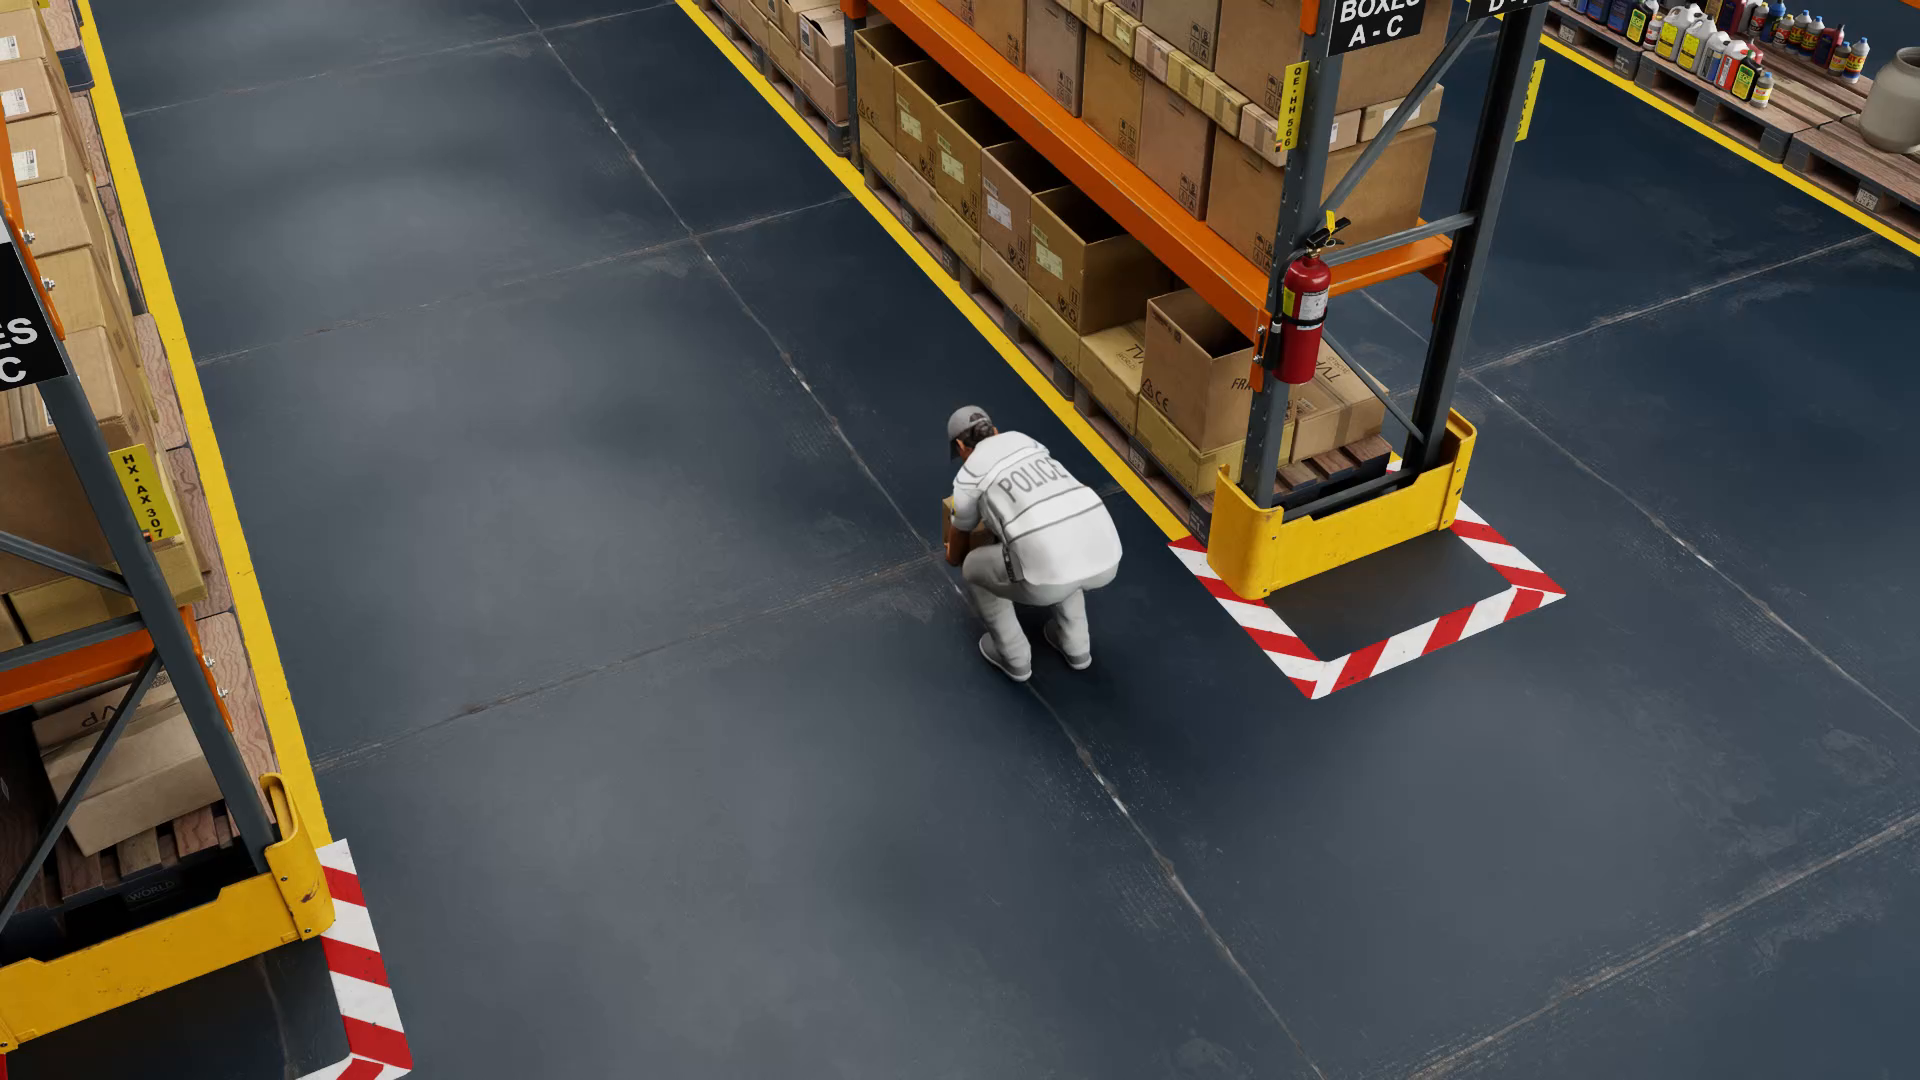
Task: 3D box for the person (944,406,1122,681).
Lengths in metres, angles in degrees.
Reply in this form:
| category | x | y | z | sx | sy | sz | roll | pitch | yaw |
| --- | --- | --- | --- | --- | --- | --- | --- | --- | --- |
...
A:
| category | x | y | z | sx | sy | sz | roll | pitch | yaw |
| --- | --- | --- | --- | --- | --- | --- | --- | --- | --- |
| person | 0.245 | 0.047 | 6.635 | 0.453 | 0.966 | 0.934 | -21 | 46 | -22 |
